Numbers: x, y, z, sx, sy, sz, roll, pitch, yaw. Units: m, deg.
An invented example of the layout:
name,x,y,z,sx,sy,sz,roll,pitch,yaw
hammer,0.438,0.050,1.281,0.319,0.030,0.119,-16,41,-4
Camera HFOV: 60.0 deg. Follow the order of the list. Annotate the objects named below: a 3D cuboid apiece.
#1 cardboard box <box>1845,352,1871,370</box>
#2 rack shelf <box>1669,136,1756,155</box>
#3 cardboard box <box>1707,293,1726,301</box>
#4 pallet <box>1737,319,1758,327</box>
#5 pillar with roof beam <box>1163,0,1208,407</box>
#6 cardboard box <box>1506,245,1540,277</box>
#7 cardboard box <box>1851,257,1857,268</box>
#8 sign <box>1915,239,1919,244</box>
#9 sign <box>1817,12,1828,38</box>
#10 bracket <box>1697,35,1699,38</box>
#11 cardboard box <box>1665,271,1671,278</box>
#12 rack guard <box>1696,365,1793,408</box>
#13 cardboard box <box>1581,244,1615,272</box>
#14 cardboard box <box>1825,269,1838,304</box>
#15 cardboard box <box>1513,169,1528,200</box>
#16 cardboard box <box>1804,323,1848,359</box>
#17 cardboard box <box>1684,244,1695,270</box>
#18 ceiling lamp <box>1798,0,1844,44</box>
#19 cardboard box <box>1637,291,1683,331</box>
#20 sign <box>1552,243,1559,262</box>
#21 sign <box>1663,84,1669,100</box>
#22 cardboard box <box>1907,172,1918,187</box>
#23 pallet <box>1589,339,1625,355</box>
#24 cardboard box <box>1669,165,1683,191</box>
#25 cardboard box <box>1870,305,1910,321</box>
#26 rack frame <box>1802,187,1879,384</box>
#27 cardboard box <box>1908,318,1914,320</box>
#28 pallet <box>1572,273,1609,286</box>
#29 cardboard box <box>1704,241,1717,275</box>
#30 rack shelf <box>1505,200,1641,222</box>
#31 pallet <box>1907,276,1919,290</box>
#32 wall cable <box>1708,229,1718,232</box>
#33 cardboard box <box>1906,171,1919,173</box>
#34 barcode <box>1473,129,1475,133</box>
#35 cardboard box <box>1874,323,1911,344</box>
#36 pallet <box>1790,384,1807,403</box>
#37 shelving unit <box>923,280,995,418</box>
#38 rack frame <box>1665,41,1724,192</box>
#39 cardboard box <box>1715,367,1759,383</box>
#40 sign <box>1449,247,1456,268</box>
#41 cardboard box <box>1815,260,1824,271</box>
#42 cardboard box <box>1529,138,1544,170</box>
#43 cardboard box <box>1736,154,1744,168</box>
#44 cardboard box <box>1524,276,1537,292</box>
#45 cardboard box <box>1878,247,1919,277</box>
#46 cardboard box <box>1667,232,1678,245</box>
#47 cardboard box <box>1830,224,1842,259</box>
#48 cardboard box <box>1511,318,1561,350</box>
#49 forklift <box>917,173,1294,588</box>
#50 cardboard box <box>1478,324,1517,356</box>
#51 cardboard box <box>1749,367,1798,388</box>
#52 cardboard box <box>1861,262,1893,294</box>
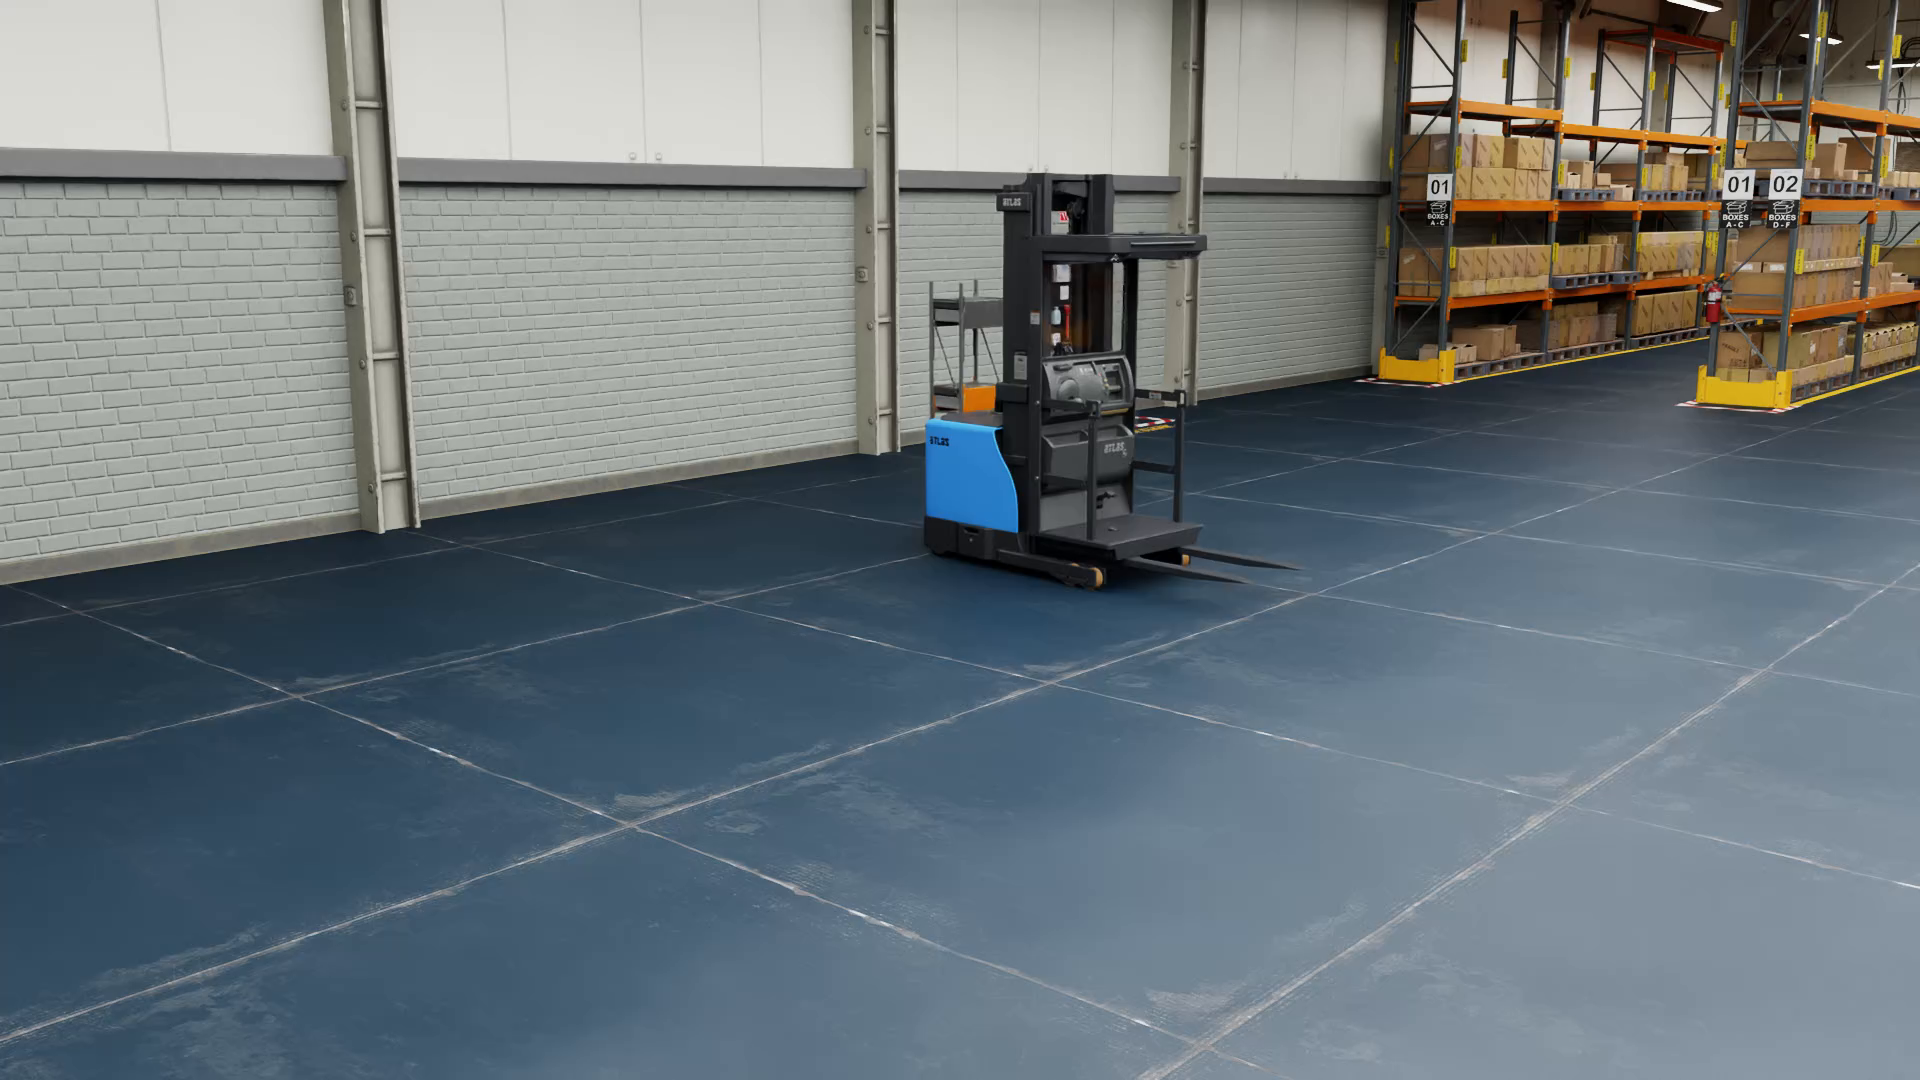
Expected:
name,x,y,z,sx,sy,sz,roll,pitch,yaw
cardboard box,14.015,-2.841,26.227,0.500,0.250,0.500,9,15,39
rack shelf,16.441,-8.461,35.954,1.077,0.370,4.000,10,15,40
cardboard box,16.399,-5.272,36.102,0.380,0.149,0.250,9,15,39
pallet,17.292,-4.867,37.539,1.003,0.211,1.213,10,15,40
pillar with roof beam,6.285,-5.725,19.401,9.100,9.000,0.400,10,15,40
cardboard box,9.435,-4.717,28.085,0.500,0.500,0.500,10,15,40
cardboard box,13.380,-4.220,25.269,0.380,0.149,0.250,9,15,39
sign,18.431,-5.627,32.015,0.100,0.325,0.005,10,15,40
sign,11.335,-6.773,21.857,0.100,0.325,0.005,10,15,40
bracket,15.473,-10.710,35.170,0.235,0.232,0.430,10,15,40
cardboard box,14.054,-5.355,33.453,0.380,0.149,0.250,10,15,42
rack guard,10.907,-2.139,23.142,1.175,0.500,0.348,10,15,40
cardboard box,11.829,-5.293,31.177,0.700,0.500,0.500,8,14,35
cardboard box,12.598,-3.788,24.761,0.700,0.500,0.500,10,15,41
cardboard box,9.011,-5.861,27.431,0.500,0.500,0.500,9,14,38
cardboard box,13.082,-3.013,25.173,0.500,0.500,0.500,10,15,40
cardboard box,14.676,-5.801,34.032,0.500,0.500,0.500,10,15,41
ceiling lamp,16.677,-11.092,31.368,0.800,3.185,2.000,10,15,40
cardboard box,14.205,-4.682,33.908,0.750,0.750,0.750,10,15,42
sign,10.252,-4.952,28.635,0.100,0.325,0.005,10,15,40
sign,14.720,-9.326,34.641,0.100,0.325,0.005,10,15,40
cardboard box,15.614,-5.995,27.719,0.500,0.250,0.500,10,15,42
pallet,11.963,-3.703,31.711,1.003,0.211,1.213,10,15,40
cardboard box,14.138,-7.304,33.583,0.700,0.500,0.500,9,15,39
cardboard box,16.679,-4.079,29.822,0.500,0.250,0.500,11,15,42
rack frame,13.563,-3.956,25.862,1.000,3.000,0.127,10,15,40
cardboard box,16.986,-3.779,30.232,0.500,0.500,0.500,9,14,38
pallet,11.204,-4.794,30.546,1.003,0.211,1.213,10,15,40
cardboard box,15.491,-5.998,35.318,0.980,0.700,0.700,10,15,41
rack shelf,11.160,-6.009,30.316,1.077,0.370,4.000,10,15,40
pallet,16.598,-4.560,29.372,1.213,0.211,1.003,10,15,40
wall cable,17.896,-7.171,39.361,0.084,1.984,1.851,10,15,40
cardboard box,16.466,-6.133,28.848,0.910,0.500,0.500,10,15,40
barcode,8.599,-6.850,27.840,0.001,0.075,0.075,10,15,40
cardboard box,15.705,-3.491,28.049,0.500,0.311,0.500,9,15,39
pallet,11.396,-2.119,23.779,1.003,0.211,1.213,10,15,40
shelving unit,0.021,-1.077,13.745,0.503,2.100,0.431,-10,15,-40
rack frame,15.120,-8.715,34.371,1.000,3.000,0.127,10,15,40
cardboard box,11.055,-2.343,23.730,0.500,0.250,0.500,10,15,40
sign,7.607,-4.362,25.683,0.100,0.325,0.005,10,15,40
cardboard box,12.192,-3.955,23.942,0.380,0.149,0.250,10,15,40
cardboard box,9.357,-6.425,27.705,0.500,0.500,0.500,11,16,43
cardboard box,16.458,-8.012,35.649,0.500,0.500,0.500,10,15,41
cardboard box,9.420,-4.352,28.172,0.500,0.250,0.500,10,15,41
cardboard box,16.535,-4.907,29.294,0.700,0.500,0.500,4,12,21
cardboard box,13.987,-6.020,33.213,0.500,0.250,0.500,9,15,39
cardboard box,12.611,-4.427,24.652,0.700,0.500,0.500,10,15,40
cardboard box,10.313,-3.697,29.820,0.700,0.500,0.500,10,15,42
forklift,1.046,-1.203,12.250,1.130,2.935,3.031,-11,16,-43
cardboard box,9.185,-3.428,28.477,0.500,0.500,0.500,8,14,36
cardboard box,11.444,-2.276,23.394,0.500,0.250,0.500,10,15,40
cardboard box,15.108,-4.345,27.552,0.500,0.500,0.500,9,14,37
